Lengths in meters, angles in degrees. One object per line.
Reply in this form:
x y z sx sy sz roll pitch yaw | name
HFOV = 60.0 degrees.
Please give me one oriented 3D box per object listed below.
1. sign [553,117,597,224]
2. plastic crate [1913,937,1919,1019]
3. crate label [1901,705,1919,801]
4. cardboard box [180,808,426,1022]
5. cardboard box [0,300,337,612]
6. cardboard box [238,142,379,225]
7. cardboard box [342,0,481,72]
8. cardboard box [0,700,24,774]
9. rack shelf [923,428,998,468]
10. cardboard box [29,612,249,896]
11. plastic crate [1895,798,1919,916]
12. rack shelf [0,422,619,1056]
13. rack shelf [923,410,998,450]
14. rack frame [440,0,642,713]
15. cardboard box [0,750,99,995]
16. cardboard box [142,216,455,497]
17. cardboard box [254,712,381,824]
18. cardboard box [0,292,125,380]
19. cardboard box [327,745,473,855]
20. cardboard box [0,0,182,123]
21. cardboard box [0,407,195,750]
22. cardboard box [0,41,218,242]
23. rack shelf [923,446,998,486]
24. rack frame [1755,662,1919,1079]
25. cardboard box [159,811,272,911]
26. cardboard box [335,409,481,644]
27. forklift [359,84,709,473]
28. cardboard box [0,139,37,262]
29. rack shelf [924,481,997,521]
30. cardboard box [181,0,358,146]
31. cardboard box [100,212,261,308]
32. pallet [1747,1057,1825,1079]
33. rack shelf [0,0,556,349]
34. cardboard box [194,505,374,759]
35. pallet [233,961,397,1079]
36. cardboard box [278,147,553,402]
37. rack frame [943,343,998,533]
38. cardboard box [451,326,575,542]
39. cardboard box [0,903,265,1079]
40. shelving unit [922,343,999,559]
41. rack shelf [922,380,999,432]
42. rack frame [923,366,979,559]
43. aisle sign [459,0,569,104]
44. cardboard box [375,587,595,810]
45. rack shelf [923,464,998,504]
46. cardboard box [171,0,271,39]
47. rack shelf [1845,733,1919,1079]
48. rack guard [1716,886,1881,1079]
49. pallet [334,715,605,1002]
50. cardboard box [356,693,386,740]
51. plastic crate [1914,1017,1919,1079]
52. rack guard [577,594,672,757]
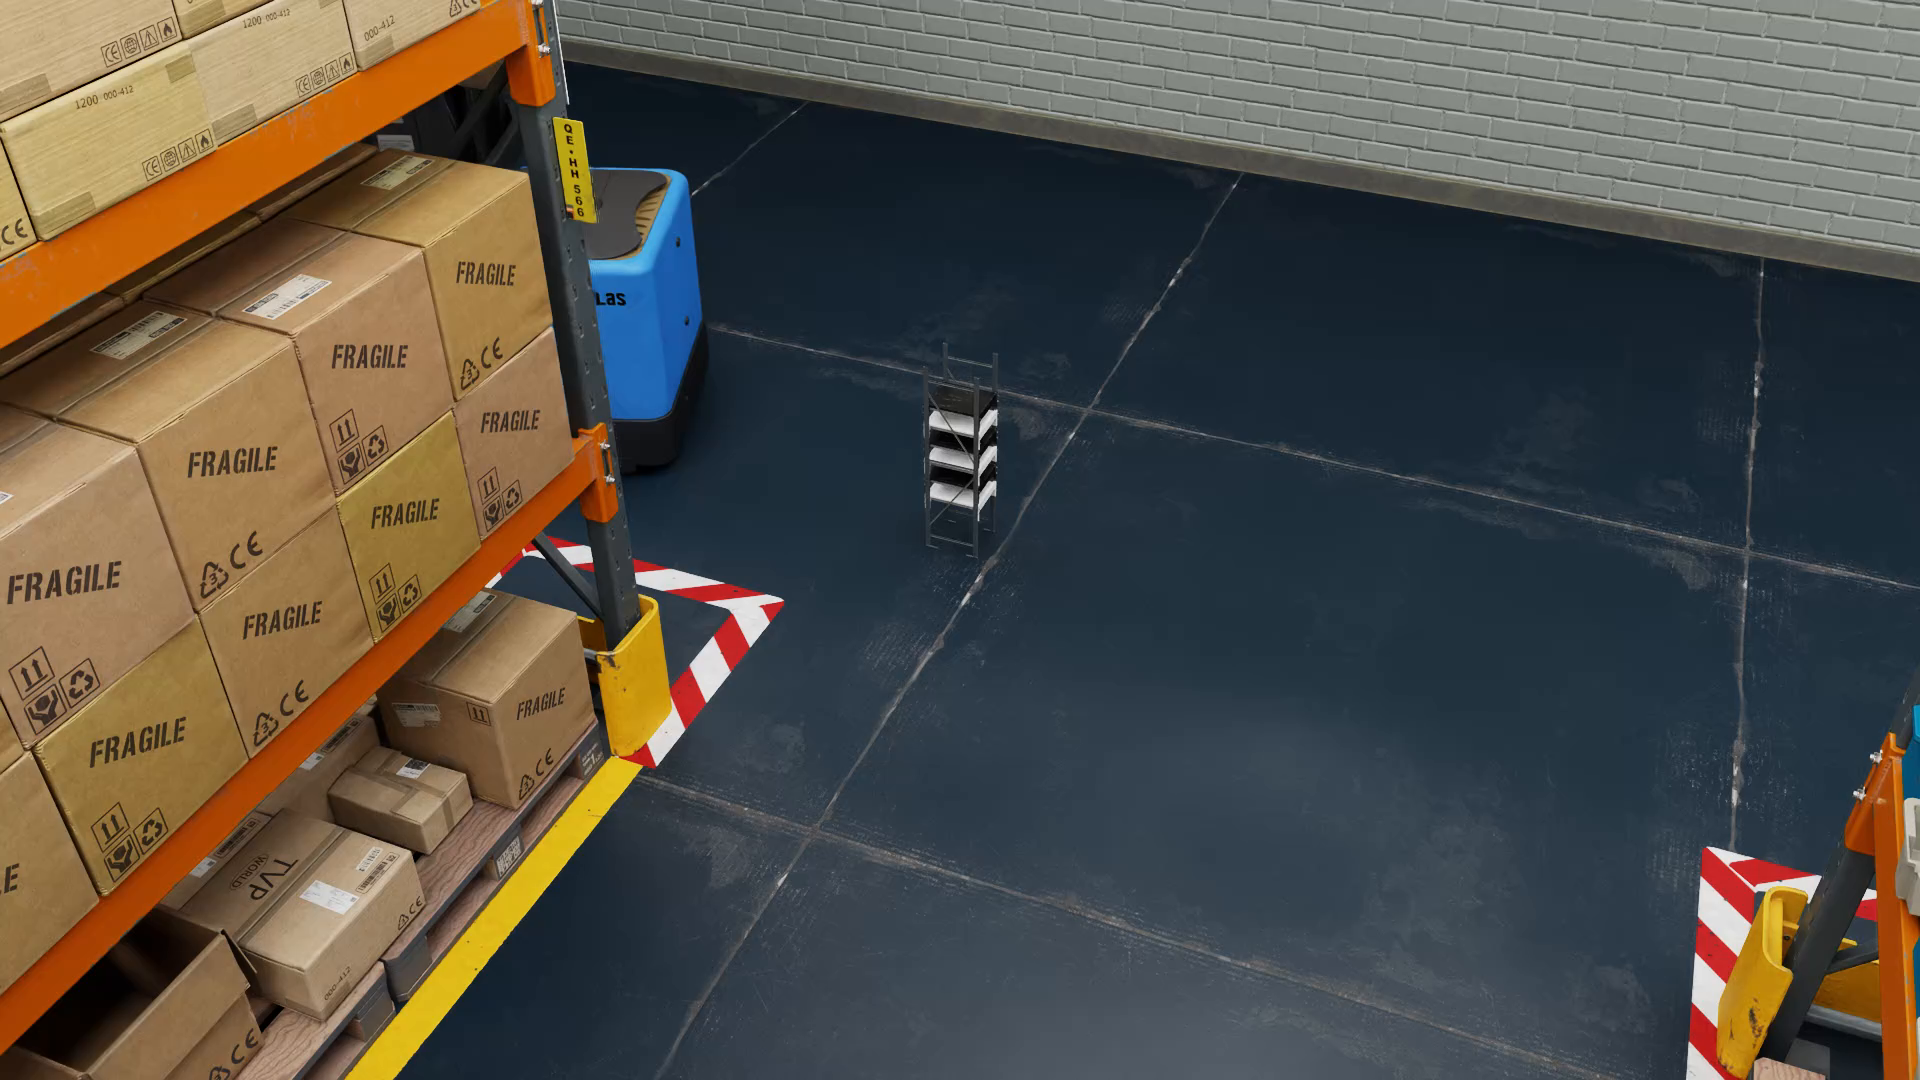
-1.156 -1.108 4.996 0.100 0.325 0.005 14 39 18 | sign
2.268 0.945 3.571 0.416 0.233 0.300 14 39 18 | plastic crate
2.519 0.580 4.058 0.416 0.233 0.303 14 39 18 | crate label
-2.030 1.146 5.140 0.500 0.250 0.500 14 39 18 | cardboard box
-1.962 -0.219 4.118 0.500 0.500 0.500 15 39 19 | cardboard box
-2.075 -0.910 5.043 0.500 0.500 0.500 15 39 19 | cardboard box
-1.614 -1.452 4.307 0.500 0.250 0.500 14 39 18 | cardboard box
-2.353 0.352 3.355 0.500 0.500 0.500 13 39 16 | cardboard box
0.003 -0.410 6.953 0.258 0.077 0.200 14 39 18 | rack shelf
-2.162 0.457 4.050 0.500 0.500 0.500 13 39 17 | cardboard box
2.320 0.777 3.875 0.250 0.136 0.298 14 39 18 | plastic crate
-2.423 0.740 4.355 1.077 0.370 4.000 14 39 18 | rack shelf
0.003 -0.482 6.899 0.258 0.077 0.200 14 39 18 | rack shelf
-1.662 -0.655 5.621 1.000 3.000 0.127 14 39 18 | rack frame
-2.354 0.739 3.673 0.500 0.500 0.500 14 39 18 | cardboard box
-1.769 -0.507 4.504 0.500 0.500 0.500 15 39 19 | cardboard box
-2.322 0.783 5.626 0.500 0.250 0.500 14 39 18 | cardboard box
-2.462 -0.343 4.285 0.500 0.500 0.500 14 39 18 | cardboard box
-1.879 0.864 5.587 0.380 0.166 0.250 14 39 18 | cardboard box
-2.006 -1.101 3.420 0.500 0.250 0.500 14 39 18 | cardboard box
-2.157 0.066 3.738 0.500 0.500 0.500 15 39 19 | cardboard box
-1.992 -0.898 3.566 0.500 0.250 0.500 14 39 18 | cardboard box
0.003 -0.338 7.007 0.258 0.077 0.200 14 39 18 | rack shelf
2.917 0.475 4.109 1.000 3.000 0.127 14 39 18 | rack frame
-2.512 1.060 5.255 0.500 0.250 0.500 14 39 18 | cardboard box
-1.775 -0.097 4.791 0.500 0.500 0.500 14 39 18 | cardboard box
-2.789 -1.806 7.218 3.031 2.935 1.130 2 37 2 | forklift
-2.198 -0.625 3.200 0.500 0.250 0.500 14 39 18 | cardboard box
0.003 -0.194 7.114 0.258 0.077 0.200 14 39 18 | rack shelf
-1.814 -1.178 3.940 0.500 0.250 0.500 14 39 18 | cardboard box
-2.267 -0.619 4.654 0.500 0.500 0.500 14 39 18 | cardboard box
2.568 2.040 4.344 1.003 0.211 1.213 14 39 18 | pallet
-2.423 -0.461 3.457 1.077 0.370 4.000 14 39 18 | rack shelf
-1.970 0.178 4.423 0.500 0.500 0.500 14 39 18 | cardboard box
-2.459 1.619 4.908 1.003 0.211 1.213 14 39 18 | pallet
-1.577 -0.787 4.878 0.500 0.500 0.500 14 39 17 | cardboard box
0.042 -0.421 7.062 0.240 0.900 0.006 14 39 18 | rack frame
-1.581 -0.385 5.176 0.500 0.500 0.500 15 39 19 | cardboard box
-2.474 1.342 4.667 0.797 0.503 0.637 14 39 18 | cardboard box
0.003 -0.365 6.987 0.258 0.900 0.210 14 39 18 | shelving unit
0.003 -0.555 6.845 0.258 0.077 0.200 14 39 18 | rack shelf
-0.036 -0.309 6.911 0.240 0.900 0.006 14 39 18 | rack frame
-1.353 -1.664 4.800 0.394 0.787 0.004 14 39 18 | aisle sign
-1.641 0.527 5.760 0.500 0.500 0.500 14 39 18 | cardboard box
0.003 -0.266 7.060 0.258 0.077 0.200 14 39 18 | rack shelf
-1.812 -1.377 3.789 0.500 0.250 0.500 14 39 18 | cardboard box
2.156 1.871 2.842 1.077 0.370 4.000 14 39 18 | rack shelf
2.914 1.460 4.879 1.175 0.500 0.348 14 39 18 | rack guard
-1.993 0.946 5.809 1.003 0.211 1.213 14 39 18 | pallet
-2.234 0.596 5.947 0.380 0.166 0.250 14 39 18 | cardboard box
2.062 1.153 3.372 0.250 0.136 0.298 14 39 18 | plastic crate
-1.691 0.388 6.313 1.175 0.500 0.348 14 39 18 | rack guard
